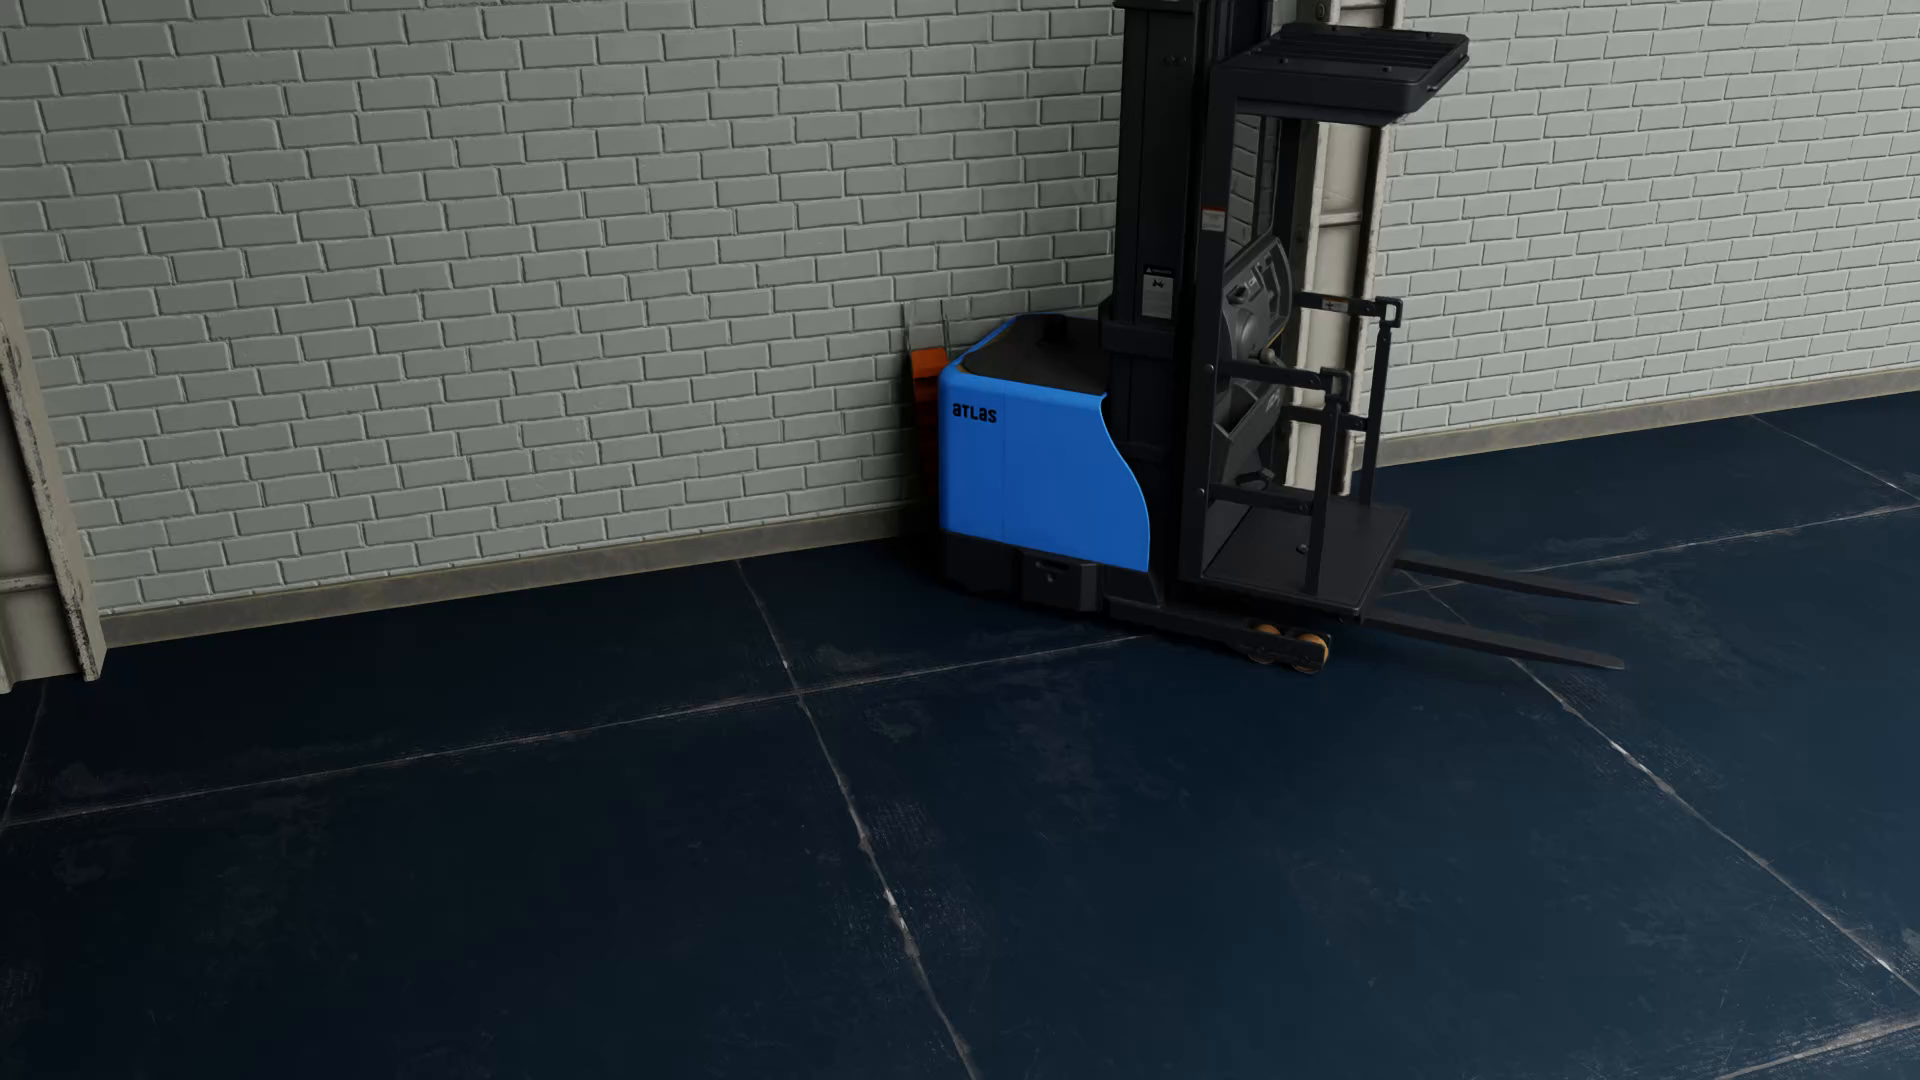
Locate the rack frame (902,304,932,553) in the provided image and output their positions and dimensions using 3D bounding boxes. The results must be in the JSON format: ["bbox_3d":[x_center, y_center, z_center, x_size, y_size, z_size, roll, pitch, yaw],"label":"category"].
[{"bbox_3d":[-0.206,-0.521,7.951,0.006,1.200,0.240,-8,27,-4],"label":"rack frame"}]

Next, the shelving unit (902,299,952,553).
[{"bbox_3d":[-0.115,-0.533,7.958,0.189,1.200,0.258,-8,27,-4],"label":"shelving unit"}]

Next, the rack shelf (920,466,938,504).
[{"bbox_3d":[-0.092,-0.282,8.088,0.180,0.103,0.258,-8,27,-4],"label":"rack shelf"}]

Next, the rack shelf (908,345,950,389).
[{"bbox_3d":[-0.142,-0.812,7.813,0.180,0.103,0.258,-8,27,-4],"label":"rack shelf"}]

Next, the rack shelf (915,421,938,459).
[{"bbox_3d":[-0.112,-0.494,7.978,0.180,0.103,0.258,-8,27,-4],"label":"rack shelf"}]

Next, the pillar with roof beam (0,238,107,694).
[{"bbox_3d":[-2.560,-1.656,1.467,0.400,9.000,9.100,-8,28,-16],"label":"pillar with roof beam"}]

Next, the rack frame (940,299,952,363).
[{"bbox_3d":[-0.025,-0.545,7.964,0.006,1.200,0.240,-8,27,-4],"label":"rack frame"}]

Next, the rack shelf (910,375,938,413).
[{"bbox_3d":[-0.132,-0.706,7.868,0.180,0.103,0.258,-8,27,-4],"label":"rack shelf"}]

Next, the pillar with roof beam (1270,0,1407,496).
[{"bbox_3d":[3.145,-2.483,3.131,0.400,9.000,9.100,-8,28,-16],"label":"pillar with roof beam"}]

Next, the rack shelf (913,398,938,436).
[{"bbox_3d":[-0.122,-0.600,7.923,0.180,0.103,0.258,-8,27,-4],"label":"rack shelf"}]

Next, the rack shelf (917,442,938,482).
[{"bbox_3d":[-0.102,-0.388,8.033,0.180,0.103,0.258,-8,27,-4],"label":"rack shelf"}]

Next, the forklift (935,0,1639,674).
[{"bbox_3d":[1.445,-1.012,6.992,3.031,2.935,1.130,12,29,22],"label":"forklift"}]
